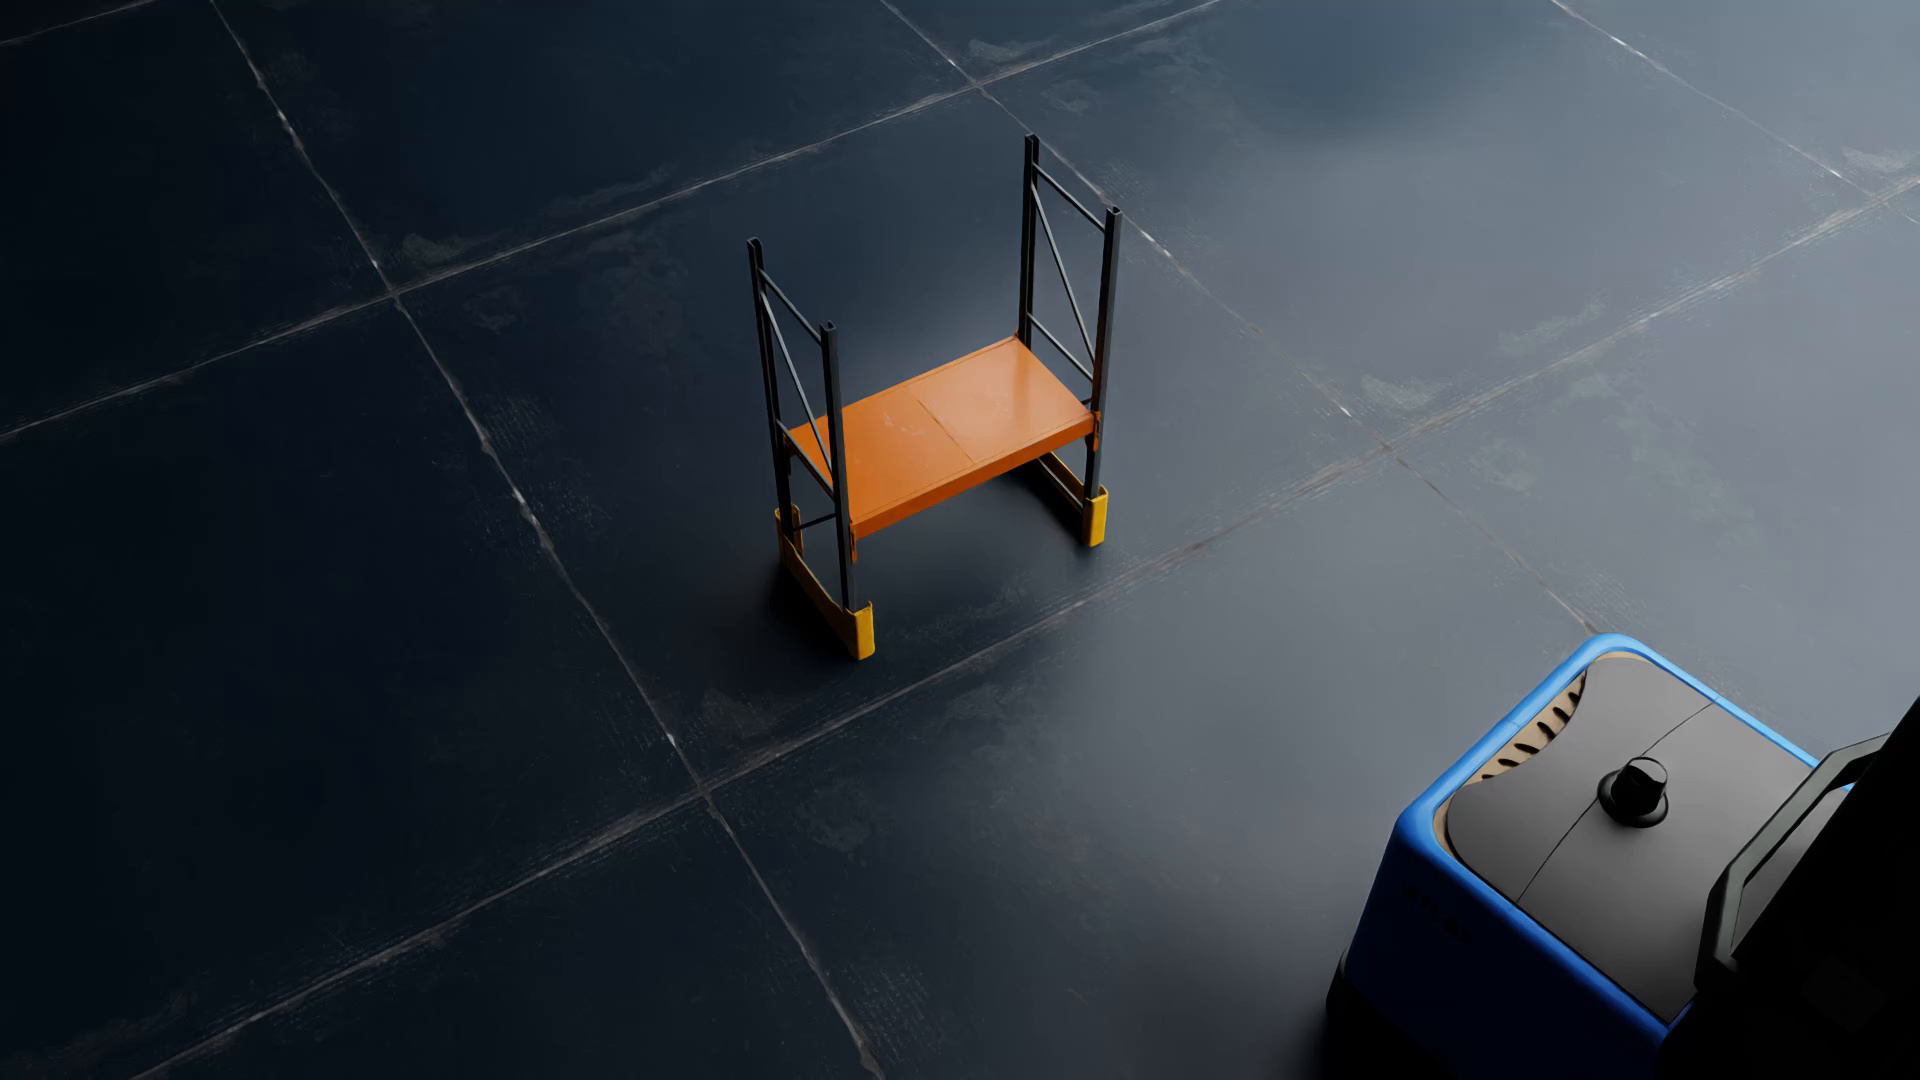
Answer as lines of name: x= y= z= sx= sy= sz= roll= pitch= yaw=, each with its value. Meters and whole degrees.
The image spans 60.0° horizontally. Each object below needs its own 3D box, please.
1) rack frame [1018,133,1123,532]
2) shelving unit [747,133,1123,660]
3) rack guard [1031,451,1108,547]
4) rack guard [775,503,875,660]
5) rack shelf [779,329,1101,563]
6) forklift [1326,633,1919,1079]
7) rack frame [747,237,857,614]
rack frame: x=0.358 y=-0.667 z=5.840 sx=0.032 sy=1.500 sz=0.500 roll=-25 pitch=53 yaw=-21
shelving unit: x=-0.064 y=-0.468 z=5.663 sx=1.083 sy=1.500 sz=0.587 roll=-25 pitch=53 yaw=-21
rack guard: x=0.357 y=-0.251 z=6.306 sx=0.087 sy=0.250 sz=0.587 roll=-25 pitch=53 yaw=-21
rack guard: x=-0.486 y=0.146 z=5.953 sx=0.087 sy=0.250 sz=0.587 roll=-25 pitch=53 yaw=-21
rack shelf: x=-0.072 y=-0.345 z=5.794 sx=1.000 sy=0.185 sz=0.538 roll=-25 pitch=53 yaw=-21
forklift: x=2.446 y=1.029 z=3.371 sx=1.130 sy=2.935 sz=3.031 roll=-34 pitch=57 yaw=-27
rack frame: x=-0.502 y=-0.262 z=5.479 sx=0.032 sy=1.500 sz=0.500 roll=-25 pitch=53 yaw=-21
